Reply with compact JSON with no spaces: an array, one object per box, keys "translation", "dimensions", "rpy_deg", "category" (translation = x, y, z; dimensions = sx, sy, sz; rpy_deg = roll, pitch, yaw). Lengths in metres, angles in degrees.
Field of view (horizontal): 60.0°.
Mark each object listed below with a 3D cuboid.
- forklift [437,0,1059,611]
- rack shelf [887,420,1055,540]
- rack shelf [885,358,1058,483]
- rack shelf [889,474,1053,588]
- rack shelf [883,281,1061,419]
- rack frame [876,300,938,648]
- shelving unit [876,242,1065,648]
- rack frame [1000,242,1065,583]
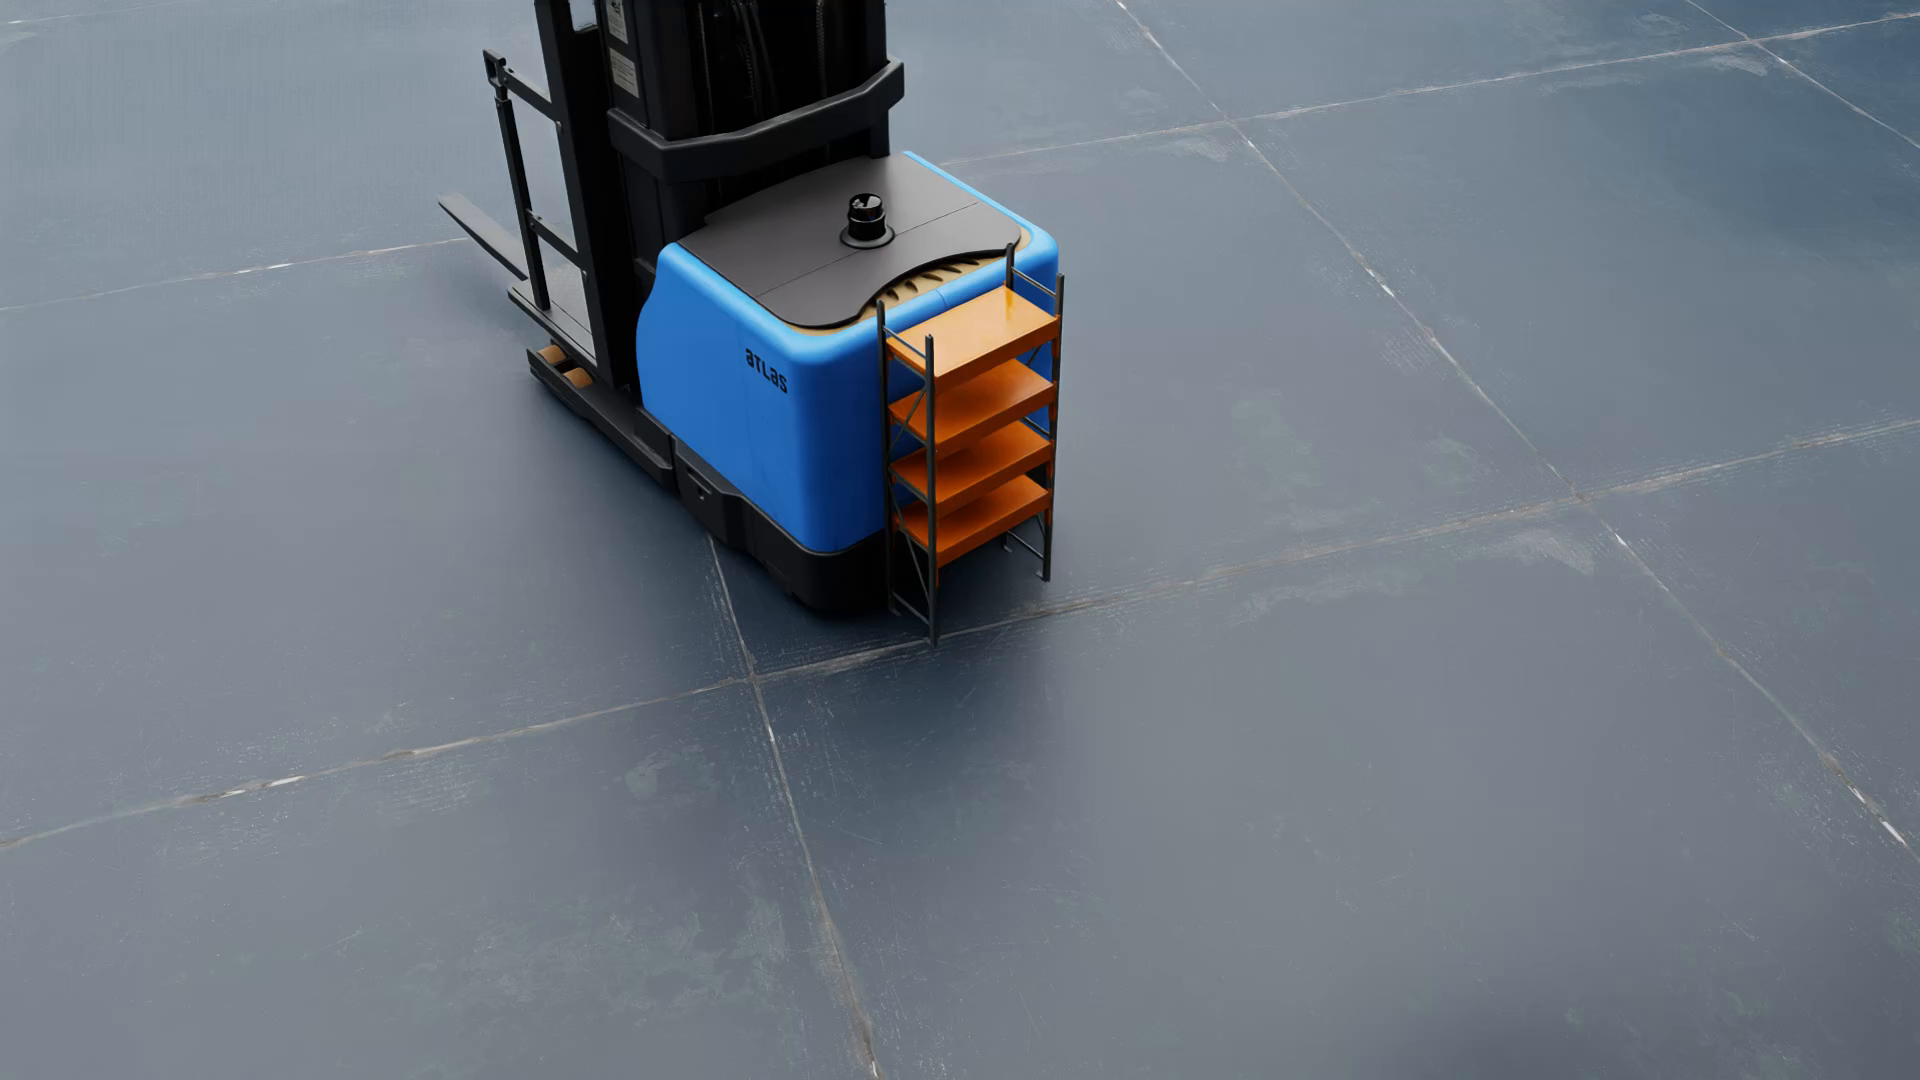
[{"translation":[-1.003,-1.777,5.556],"dimensions":[1.130,2.935,3.031],"rpy_deg":[-29,49,-29],"category":"forklift"},{"translation":[0.032,-0.218,5.190],"dimensions":[0.480,0.148,0.258],"rpy_deg":[-29,49,-29],"category":"rack shelf"},{"translation":[0.032,-0.386,5.042],"dimensions":[0.480,0.148,0.258],"rpy_deg":[-29,49,-29],"category":"rack shelf"},{"translation":[0.032,-0.069,5.320],"dimensions":[0.480,0.148,0.258],"rpy_deg":[-29,49,-29],"category":"rack shelf"},{"translation":[0.033,-0.564,4.887],"dimensions":[0.480,0.148,0.258],"rpy_deg":[-29,49,-29],"category":"rack shelf"},{"translation":[-0.155,-0.166,5.028],"dimensions":[0.015,1.200,0.240],"rpy_deg":[-29,49,-29],"category":"rack frame"},{"translation":[0.032,-0.269,5.145],"dimensions":[0.503,1.200,0.258],"rpy_deg":[-29,49,-29],"category":"shelving unit"},{"translation":[0.220,-0.372,5.263],"dimensions":[0.015,1.200,0.240],"rpy_deg":[-29,49,-29],"category":"rack frame"}]
